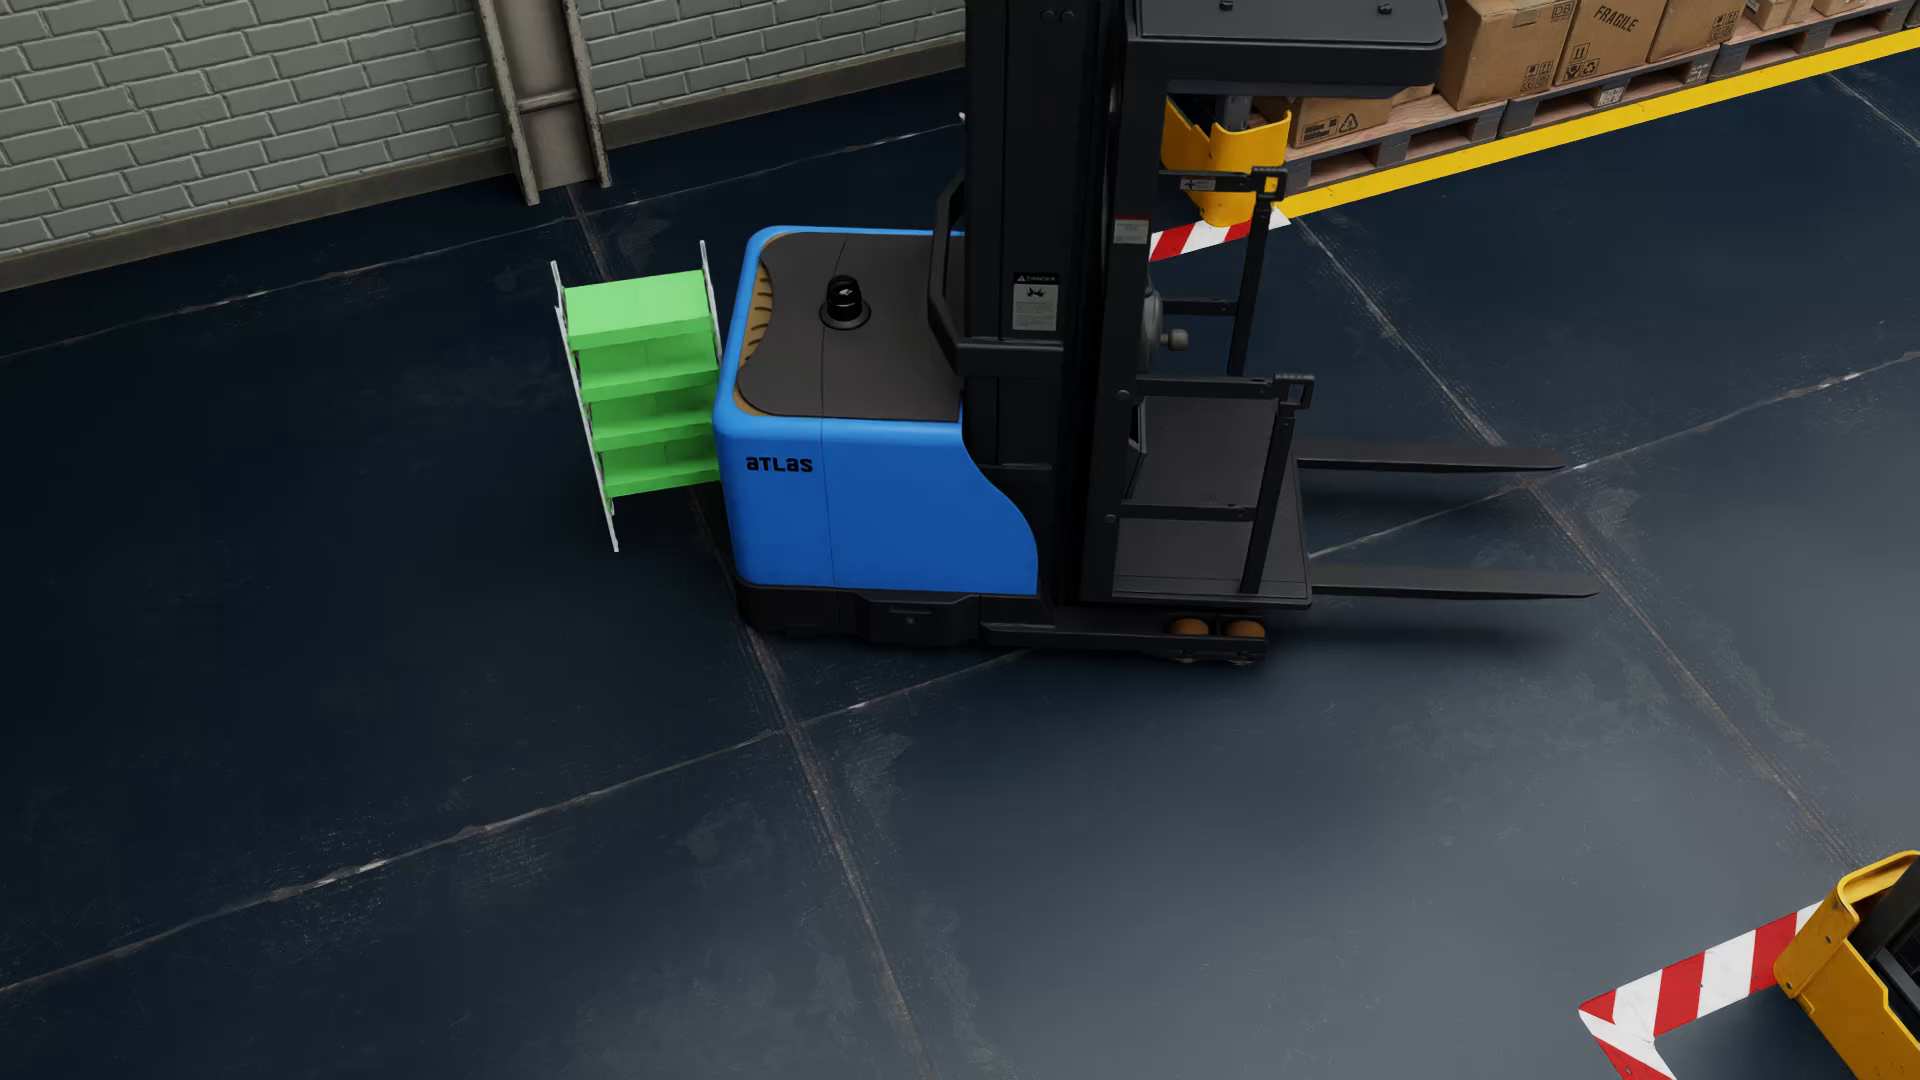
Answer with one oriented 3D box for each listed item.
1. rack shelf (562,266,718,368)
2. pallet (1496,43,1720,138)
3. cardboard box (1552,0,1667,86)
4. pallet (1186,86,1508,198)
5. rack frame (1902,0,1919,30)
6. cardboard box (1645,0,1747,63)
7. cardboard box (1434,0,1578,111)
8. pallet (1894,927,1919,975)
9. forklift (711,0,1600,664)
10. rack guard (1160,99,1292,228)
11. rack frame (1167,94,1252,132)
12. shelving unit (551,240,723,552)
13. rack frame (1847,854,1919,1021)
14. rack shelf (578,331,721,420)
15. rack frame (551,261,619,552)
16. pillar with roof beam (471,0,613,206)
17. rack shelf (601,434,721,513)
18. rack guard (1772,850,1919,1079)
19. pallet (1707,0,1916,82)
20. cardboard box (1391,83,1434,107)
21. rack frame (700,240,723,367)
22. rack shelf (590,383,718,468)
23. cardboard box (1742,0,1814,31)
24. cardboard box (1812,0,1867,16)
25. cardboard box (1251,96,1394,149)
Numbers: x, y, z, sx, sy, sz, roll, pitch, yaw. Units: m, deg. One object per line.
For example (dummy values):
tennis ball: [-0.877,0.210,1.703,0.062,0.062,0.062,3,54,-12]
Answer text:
rack shelf: [-1.070,-0.746,5.551,0.480,0.148,0.258,-9,50,-8]
pallet: [2.934,-2.489,8.249,1.213,0.211,1.003,-17,52,-14]
cardboard box: [2.934,-2.530,7.817,0.500,0.500,0.500,-16,51,-14]
pallet: [1.807,-2.142,7.951,1.213,0.211,1.003,-17,52,-14]
rack frame: [4.702,-3.947,7.663,0.127,3.000,1.000,-17,52,-14]
cardboard box: [3.368,-2.747,8.003,0.500,0.500,0.700,-19,52,-16]
cardboard box: [2.407,-2.449,7.747,0.500,0.500,0.700,-15,51,-13]
pallet: [3.590,1.309,4.986,1.213,0.211,1.003,-17,52,-14]
forklift: [0.739,-0.934,5.121,3.031,2.935,1.130,2,49,2]
rack guard: [1.069,-2.007,7.644,0.348,0.500,1.175,-17,52,-14]
rack frame: [0.999,-2.800,6.677,0.127,3.000,1.000,-17,52,-14]
shelving unit: [-1.070,-0.475,5.867,0.503,1.200,0.258,-9,50,-8]
rack frame: [2.879,0.685,3.684,0.127,3.000,1.000,-17,52,-14]
rack shelf: [-1.070,-0.589,5.733,0.480,0.148,0.258,-9,50,-8]
rack frame: [-1.308,-0.435,5.833,0.015,1.200,0.240,-9,50,-8]
pillar with roof beam: [-0.210,-1.590,1.684,0.400,9.000,9.100,-17,52,-14]
rack shelf: [-1.070,-0.277,6.097,0.480,0.148,0.258,-9,50,-8]
rack guard: [2.857,1.506,4.627,0.348,0.500,1.175,-17,52,-14]
pallet: [4.066,-2.842,8.552,1.213,0.211,1.003,-17,52,-14]
cardboard box: [2.009,-2.211,7.774,0.250,0.149,0.380,-19,52,-16]
rack frame: [-0.831,-0.514,5.901,0.015,1.200,0.240,-9,50,-8]
rack shelf: [-1.070,-0.433,5.915,0.480,0.148,0.258,-9,50,-8]
cardboard box: [3.967,-2.725,8.138,0.258,0.266,0.396,-16,51,-13]
cardboard box: [4.297,-2.789,8.270,0.250,0.149,0.380,-19,52,-15]
cardboard box: [1.601,-2.232,7.558,0.637,0.503,0.797,-19,52,-16]
